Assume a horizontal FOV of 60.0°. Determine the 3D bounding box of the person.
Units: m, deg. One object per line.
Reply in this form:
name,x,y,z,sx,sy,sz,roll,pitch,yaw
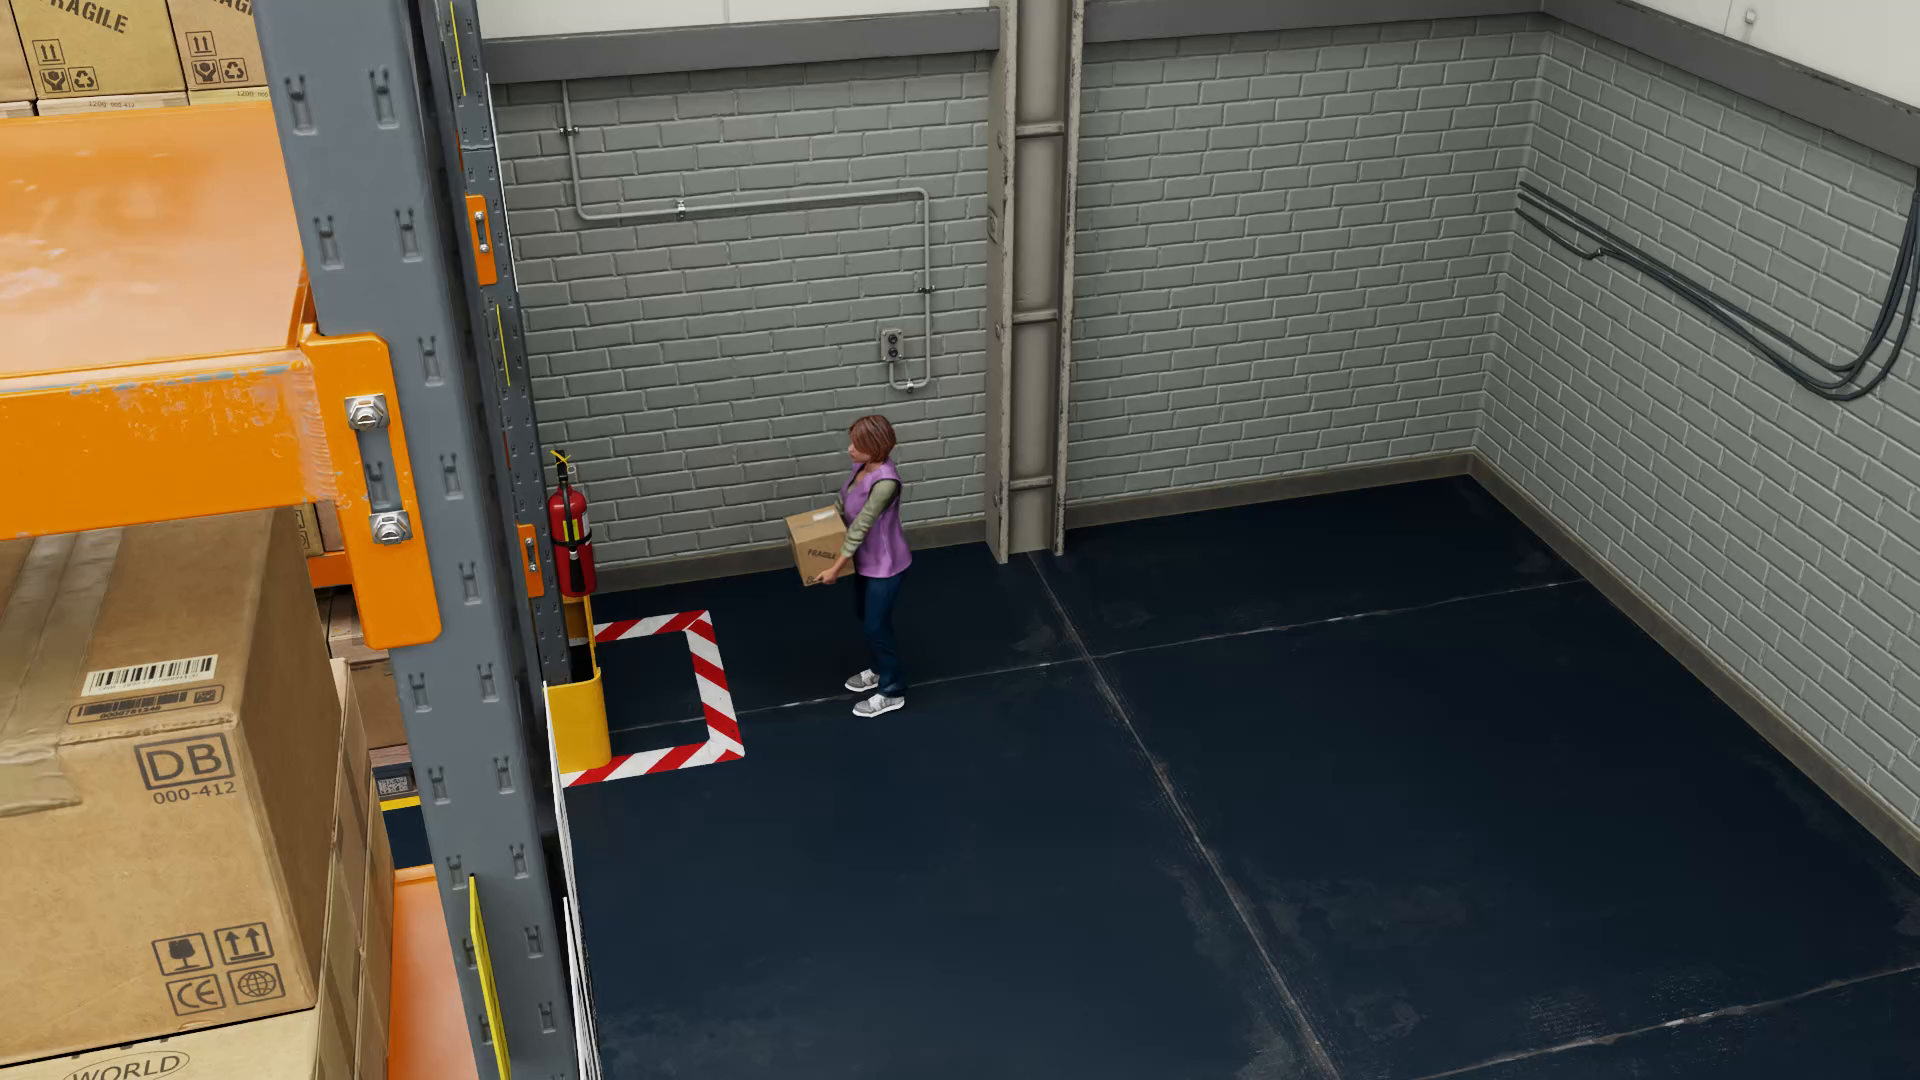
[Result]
person,-0.484,0.127,8.027,0.500,1.599,0.375,-8,32,-14
